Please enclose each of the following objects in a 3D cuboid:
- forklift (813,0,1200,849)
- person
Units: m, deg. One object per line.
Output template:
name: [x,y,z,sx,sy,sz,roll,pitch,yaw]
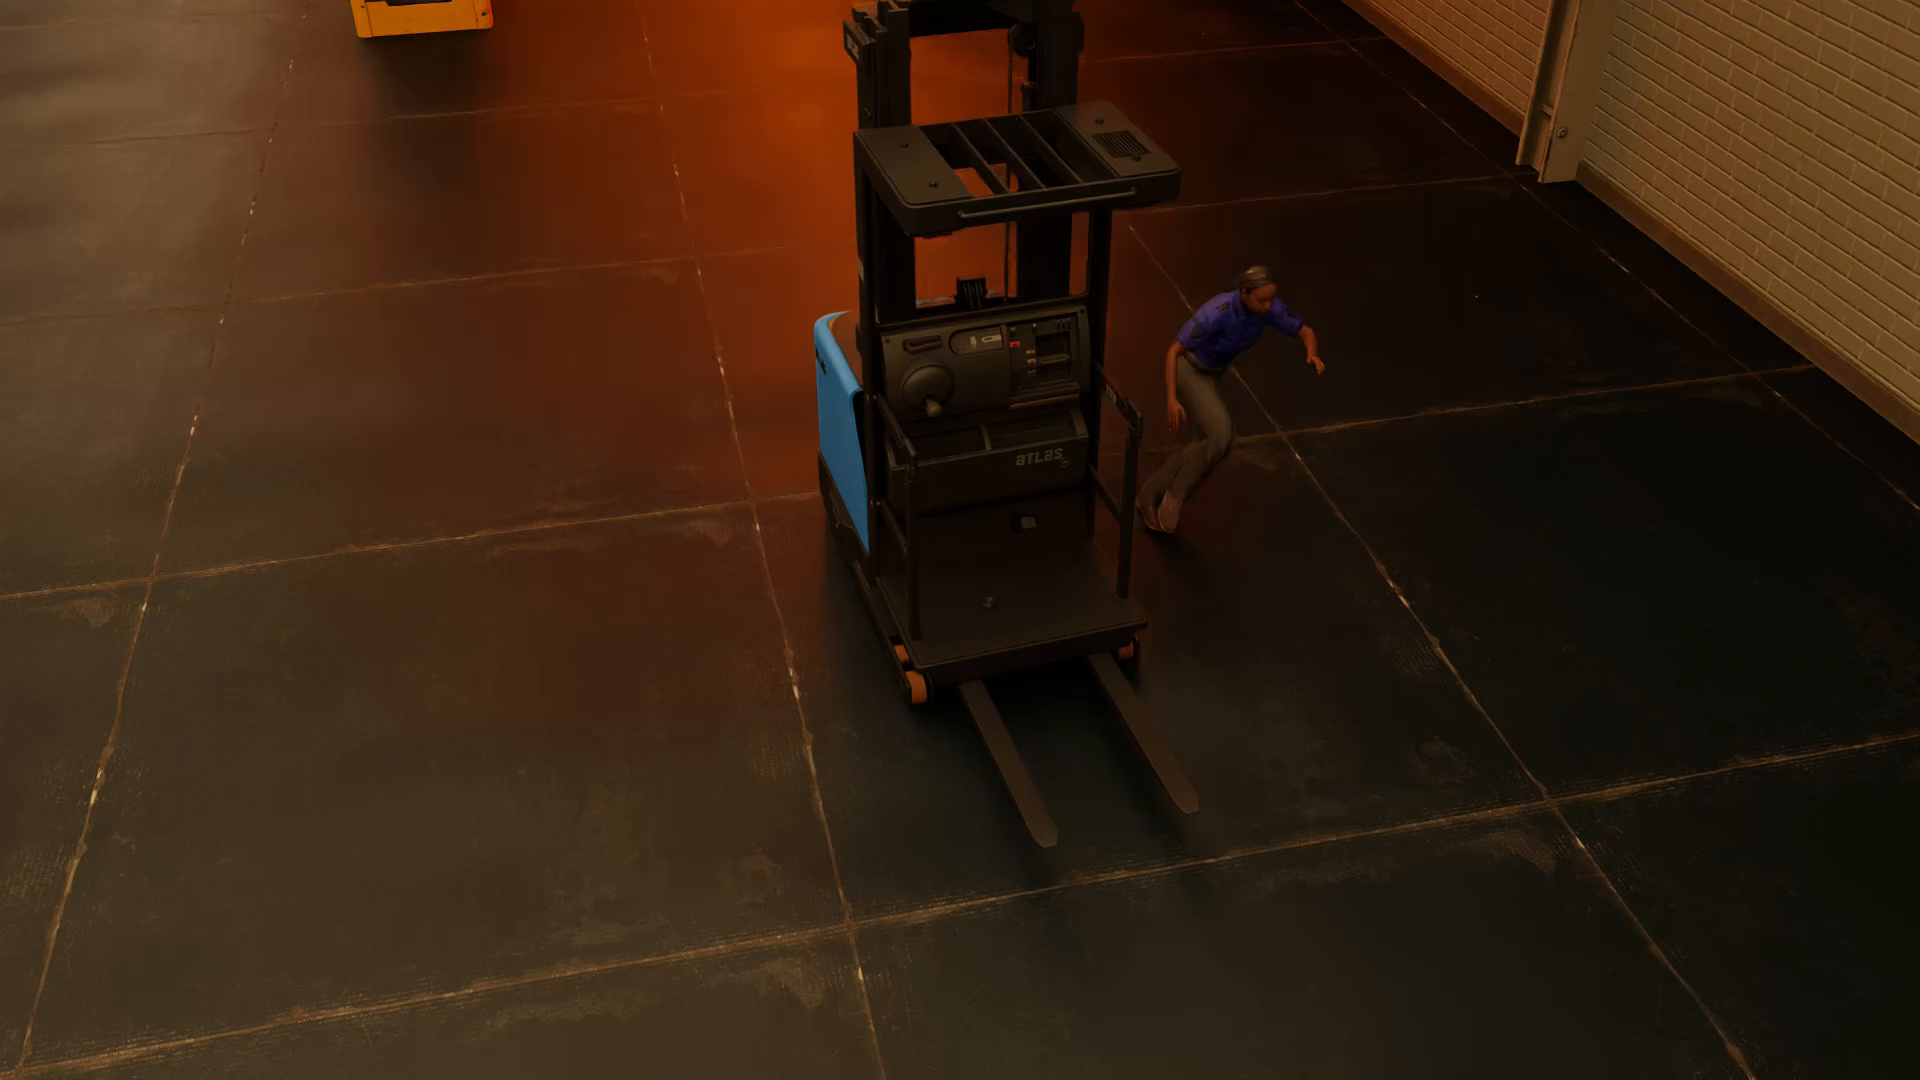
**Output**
forklift: [0.187,-0.705,7.030,1.130,2.935,3.031,-11,37,-14]
person: [1.344,-0.700,8.325,0.883,1.429,0.844,-30,45,-35]
